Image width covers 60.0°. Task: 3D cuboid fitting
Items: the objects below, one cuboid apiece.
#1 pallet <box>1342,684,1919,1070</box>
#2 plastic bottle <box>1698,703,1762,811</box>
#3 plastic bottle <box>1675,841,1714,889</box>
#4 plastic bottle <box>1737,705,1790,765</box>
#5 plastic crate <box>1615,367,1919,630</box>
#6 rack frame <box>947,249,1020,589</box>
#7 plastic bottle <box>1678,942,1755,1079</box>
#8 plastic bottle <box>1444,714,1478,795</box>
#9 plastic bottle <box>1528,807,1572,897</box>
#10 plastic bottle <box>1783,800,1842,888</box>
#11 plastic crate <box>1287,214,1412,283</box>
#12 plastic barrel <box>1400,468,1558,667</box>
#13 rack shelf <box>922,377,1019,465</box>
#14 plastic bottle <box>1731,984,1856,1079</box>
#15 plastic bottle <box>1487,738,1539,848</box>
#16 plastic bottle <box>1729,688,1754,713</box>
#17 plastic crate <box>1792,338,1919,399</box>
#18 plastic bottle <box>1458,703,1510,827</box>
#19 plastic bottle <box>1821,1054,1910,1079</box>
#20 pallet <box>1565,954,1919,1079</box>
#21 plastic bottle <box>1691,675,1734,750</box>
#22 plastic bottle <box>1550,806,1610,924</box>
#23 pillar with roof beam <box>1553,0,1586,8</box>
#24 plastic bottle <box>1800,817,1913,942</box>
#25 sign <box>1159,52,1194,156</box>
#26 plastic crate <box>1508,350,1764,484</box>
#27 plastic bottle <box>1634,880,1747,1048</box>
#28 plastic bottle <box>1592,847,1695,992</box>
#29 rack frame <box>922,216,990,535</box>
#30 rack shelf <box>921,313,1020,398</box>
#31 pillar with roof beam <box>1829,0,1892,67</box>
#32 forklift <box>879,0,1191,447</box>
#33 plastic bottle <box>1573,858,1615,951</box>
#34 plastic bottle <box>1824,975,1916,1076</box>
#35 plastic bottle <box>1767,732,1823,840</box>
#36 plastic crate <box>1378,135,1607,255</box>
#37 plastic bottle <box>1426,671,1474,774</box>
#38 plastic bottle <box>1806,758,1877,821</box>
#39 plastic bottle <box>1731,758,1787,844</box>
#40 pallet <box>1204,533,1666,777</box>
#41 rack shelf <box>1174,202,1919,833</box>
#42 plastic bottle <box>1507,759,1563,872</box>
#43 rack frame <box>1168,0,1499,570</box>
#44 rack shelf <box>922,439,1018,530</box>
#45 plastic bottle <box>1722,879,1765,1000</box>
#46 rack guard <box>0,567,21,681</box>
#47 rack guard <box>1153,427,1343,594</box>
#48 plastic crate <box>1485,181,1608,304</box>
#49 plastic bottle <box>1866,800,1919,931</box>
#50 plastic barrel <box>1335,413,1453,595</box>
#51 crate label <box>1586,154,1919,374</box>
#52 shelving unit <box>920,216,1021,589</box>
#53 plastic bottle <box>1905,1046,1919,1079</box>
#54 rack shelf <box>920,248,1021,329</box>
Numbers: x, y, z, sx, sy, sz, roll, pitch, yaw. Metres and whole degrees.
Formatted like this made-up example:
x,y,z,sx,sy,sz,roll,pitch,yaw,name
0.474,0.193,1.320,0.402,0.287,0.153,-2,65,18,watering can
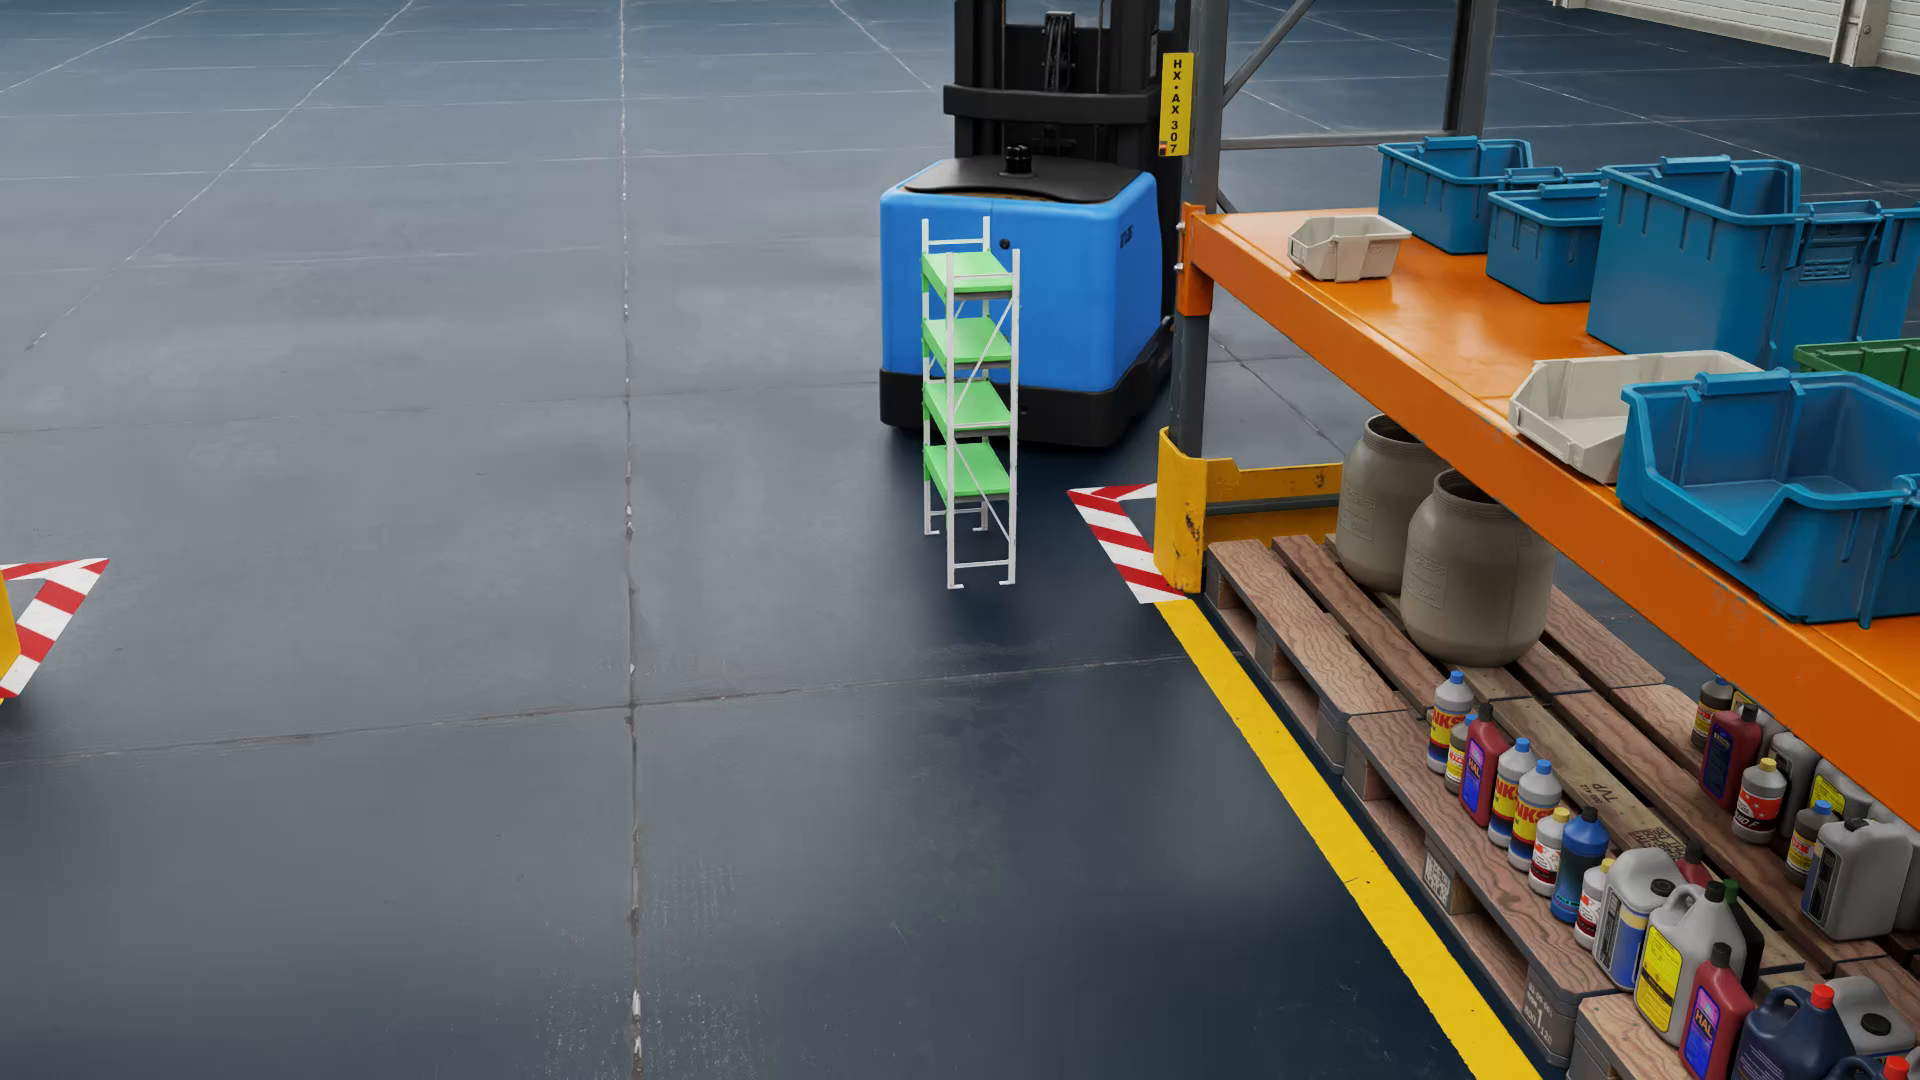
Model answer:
x,y,z,sx,sy,sz,roll,pitch,yaw,name
1.668,0.783,4.194,1.003,0.211,1.213,-4,24,-10,pallet
1.926,0.522,4.151,0.061,0.283,0.133,-4,24,-10,plastic bottle
1.561,0.789,3.539,0.061,0.283,0.133,-4,24,-10,plastic bottle
2.031,0.517,4.171,0.152,0.276,0.135,-4,24,-9,plastic bottle
1.509,-0.094,2.903,0.499,0.251,0.616,-4,24,-10,plastic crate
0.076,-0.389,5.641,0.240,1.200,0.015,-4,24,-10,rack frame
1.471,0.928,3.222,0.061,0.283,0.133,-3,24,-6,plastic bottle
1.289,0.537,4.218,0.097,0.201,0.097,0,24,0,plastic bottle
1.370,0.710,3.824,0.097,0.201,0.097,0,24,0,plastic bottle
1.980,0.697,3.853,0.097,0.201,0.097,0,24,0,plastic bottle
1.090,-0.824,4.718,0.298,0.136,0.250,-4,24,-10,plastic crate
1.530,0.078,4.908,0.421,0.512,0.421,0,24,0,plastic barrel
0.031,-0.426,5.886,0.258,0.148,0.480,-4,24,-10,rack shelf
1.542,0.958,3.069,0.144,0.351,0.185,-6,24,-12,plastic bottle
1.333,0.599,3.989,0.097,0.271,0.097,0,24,0,plastic bottle
2.050,0.457,4.299,0.061,0.283,0.133,-4,24,-8,plastic bottle
2.006,-0.205,3.236,0.450,0.188,0.662,-4,24,-10,plastic crate
1.293,0.550,4.088,0.061,0.283,0.133,-4,24,-9,plastic bottle
1.578,1.033,2.896,0.144,0.351,0.185,-5,24,-11,plastic bottle
1.897,1.264,3.093,1.003,0.211,1.213,-4,24,-10,pallet
2.011,0.450,4.418,0.097,0.201,0.097,0,24,0,plastic bottle
1.389,0.718,3.716,0.097,0.271,0.097,0,24,0,plastic bottle
4.397,-11.353,21.001,9.100,9.000,0.400,-4,24,-10,pillar with roof beam
1.984,0.731,3.682,0.152,0.276,0.135,-4,24,-10,plastic bottle
0.699,-1.408,5.381,0.100,0.325,0.005,-4,24,-10,sign
1.431,-0.246,3.395,0.530,0.136,0.437,-4,24,-10,plastic crate
1.483,0.831,3.360,0.144,0.351,0.185,-4,24,-10,plastic bottle
1.456,0.801,3.522,0.152,0.276,0.135,-4,24,-9,plastic bottle
-0.015,-0.581,6.081,0.240,1.200,0.015,-4,24,-10,rack frame
0.031,-0.646,5.790,0.258,0.148,0.480,-4,24,-10,rack shelf
5.506,-8.993,15.597,9.100,9.000,0.400,-4,24,-10,pillar with roof beam
0.587,-2.293,7.839,1.130,2.935,3.031,7,25,16,forklift
1.408,0.791,3.638,0.097,0.201,0.097,0,24,0,plastic bottle
1.683,0.971,3.132,0.152,0.276,0.135,-4,24,-10,plastic bottle
2.056,0.572,4.046,0.152,0.276,0.135,-5,24,-11,plastic bottle
1.627,-1.077,5.155,0.499,0.251,0.616,-4,24,-10,plastic crate
1.269,0.465,4.298,0.097,0.271,0.097,0,24,0,plastic bottle
2.091,0.603,3.883,0.144,0.351,0.185,-3,24,-8,plastic bottle
1.937,0.623,4.023,0.097,0.201,0.097,0,24,0,plastic bottle
1.446,0.304,5.290,1.003,0.211,1.213,-4,24,-10,pallet
1.610,-0.204,3.868,1.077,0.370,4.000,-4,24,-10,rack shelf
1.351,0.639,3.899,0.097,0.271,0.097,0,24,0,plastic bottle
1.240,-1.320,5.525,1.000,3.000,0.127,-4,24,-10,rack frame
0.031,-0.206,5.982,0.258,0.148,0.480,-4,24,-10,rack shelf
1.579,0.844,3.414,0.061,0.283,0.133,-4,24,-10,plastic bottle
-3.613,0.222,5.118,1.175,0.500,0.348,-4,24,-10,rack guard
1.301,-0.148,5.965,1.175,0.500,0.348,-4,24,-10,rack guard
1.742,-0.822,4.569,0.499,0.251,0.408,-4,24,-10,plastic crate
2.125,0.676,3.715,0.144,0.351,0.185,-4,24,-10,plastic bottle
1.437,-0.119,5.359,0.421,0.512,0.421,0,24,0,plastic barrel
1.847,-0.633,3.906,0.502,0.435,0.616,-4,24,-10,crate label
0.031,-0.485,5.861,0.258,1.200,0.503,-4,24,-10,shelving unit
1.719,1.023,2.921,0.144,0.351,0.185,-4,24,-10,plastic bottle
0.031,-0.866,5.694,0.258,0.148,0.480,-4,24,-10,rack shelf
